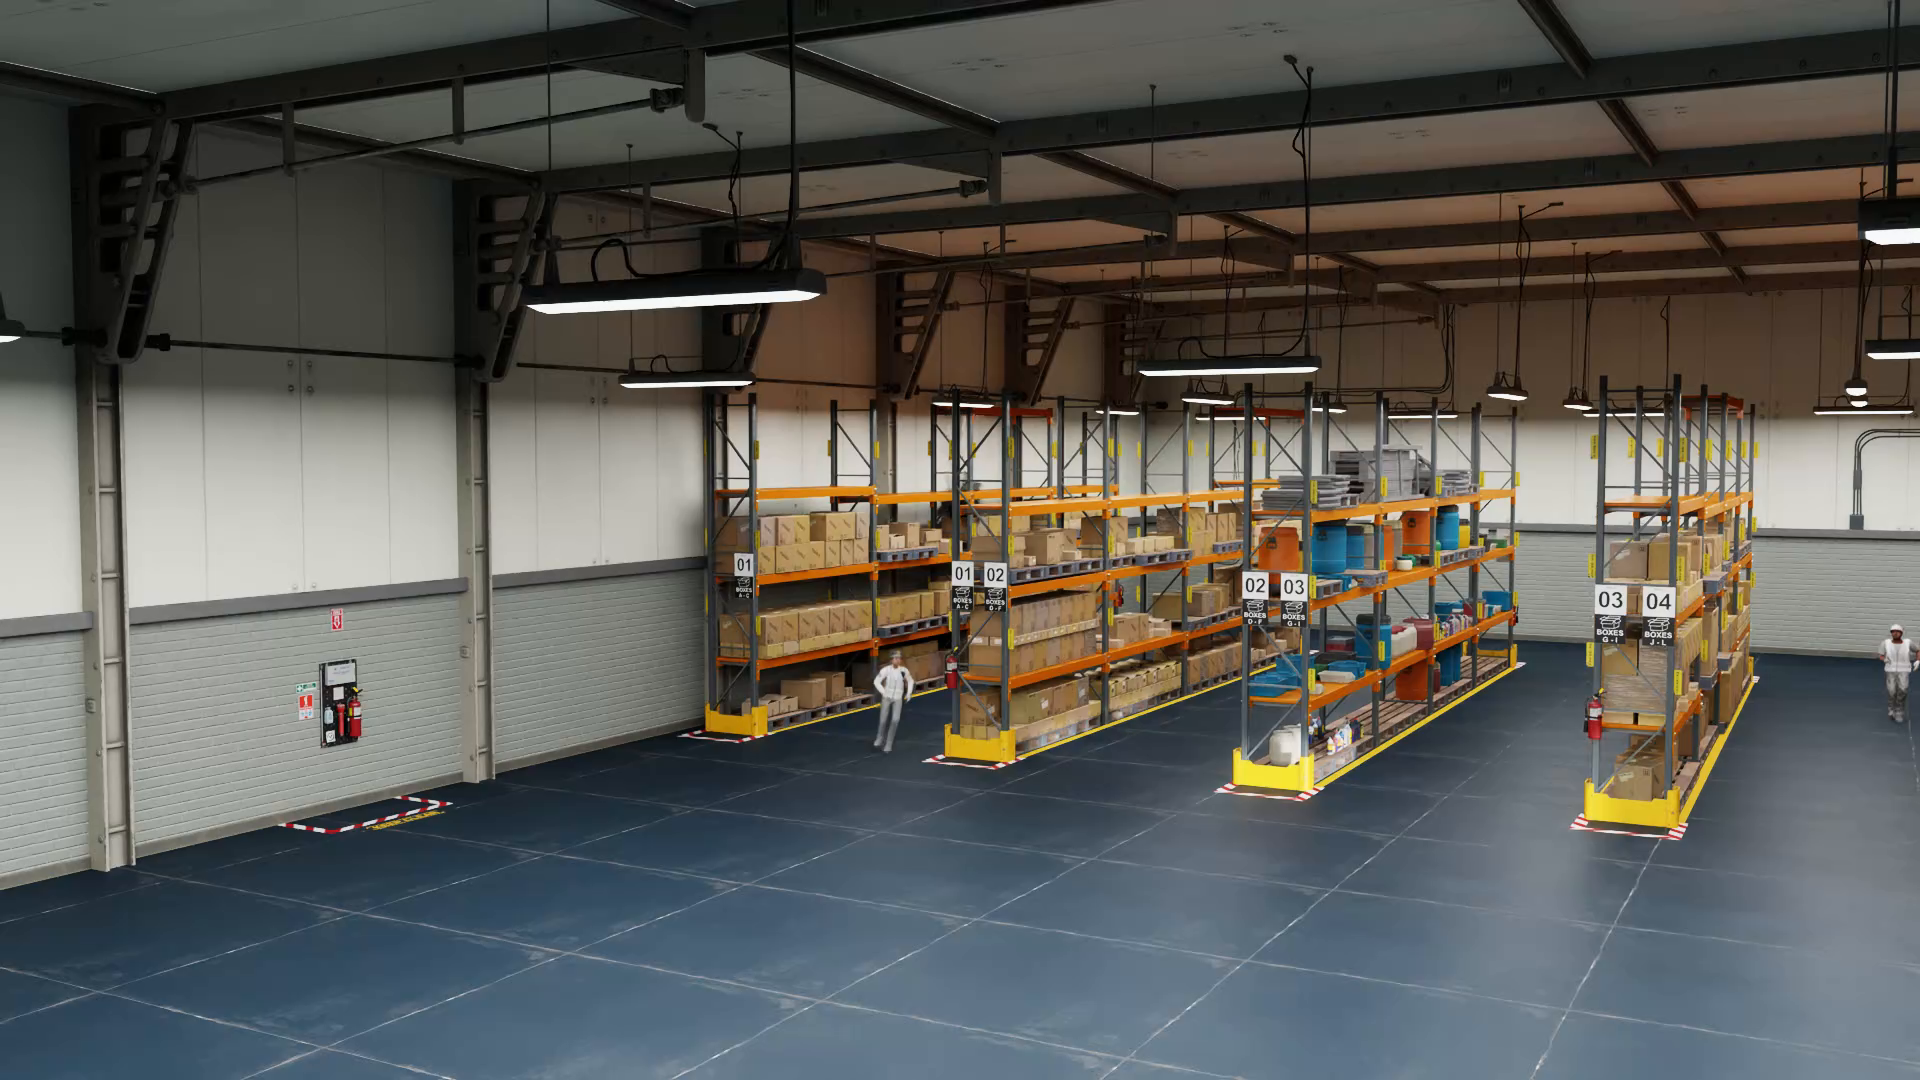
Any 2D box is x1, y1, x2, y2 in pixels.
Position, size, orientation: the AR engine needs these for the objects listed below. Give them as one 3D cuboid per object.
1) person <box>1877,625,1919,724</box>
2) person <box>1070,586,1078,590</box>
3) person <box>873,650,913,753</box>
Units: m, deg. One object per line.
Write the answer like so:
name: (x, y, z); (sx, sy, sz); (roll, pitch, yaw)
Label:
person: (17.338, 2.469, 30.739); (0.687, 1.805, 0.765); (2, 4, 34)
person: (2.498, 1.828, 36.899); (0.644, 1.745, 0.841); (1, 3, 22)
person: (-1.107, 2.679, 27.766); (0.674, 1.705, 0.670); (0, 3, -4)
